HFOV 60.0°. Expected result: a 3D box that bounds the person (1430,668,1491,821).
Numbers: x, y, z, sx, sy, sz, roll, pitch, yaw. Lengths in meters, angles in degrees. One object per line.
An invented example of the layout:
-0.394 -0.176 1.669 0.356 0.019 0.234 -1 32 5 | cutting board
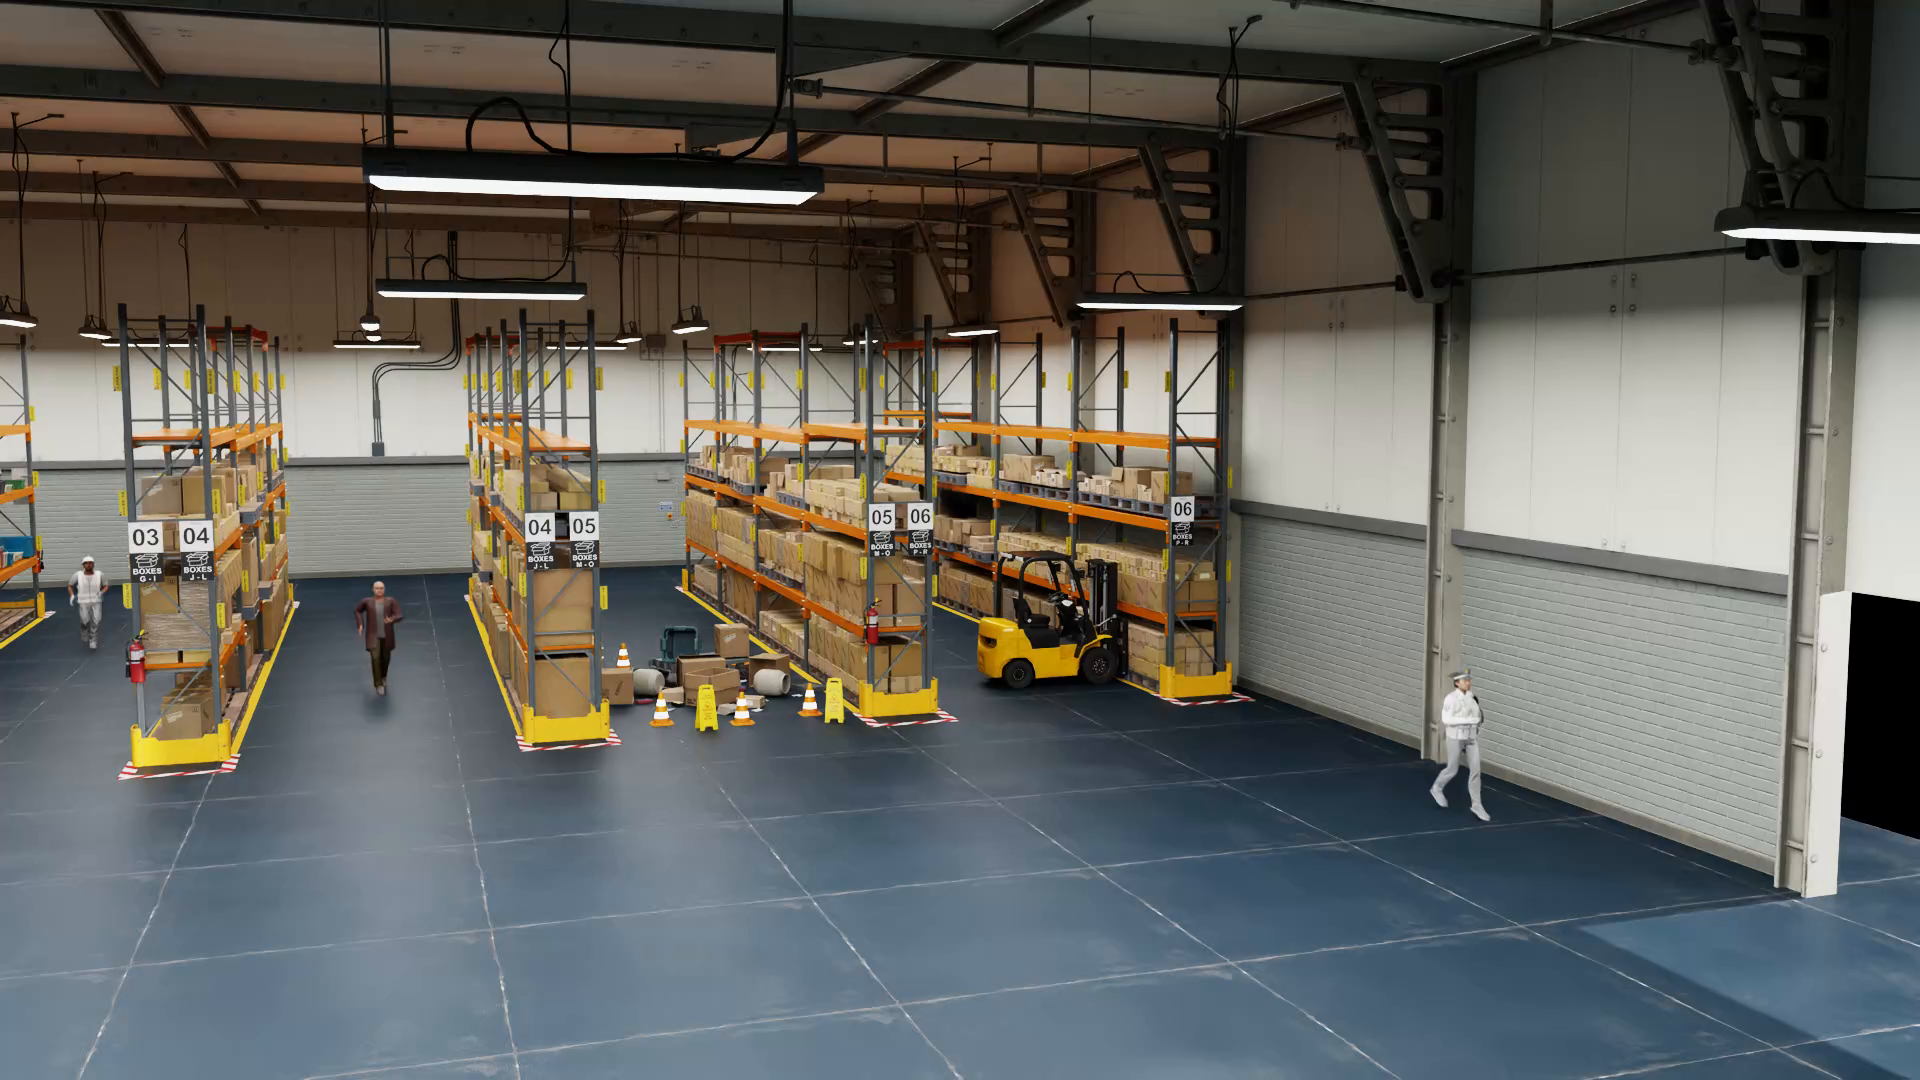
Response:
5.796 2.319 19.206 0.605 1.708 0.855 -2 6 -25 | person

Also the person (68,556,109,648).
-16.334 1.177 31.219 0.683 1.734 0.592 -3 6 -32 | person

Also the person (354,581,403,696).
-9.337 1.551 26.744 0.691 1.777 1.021 -3 6 -26 | person
